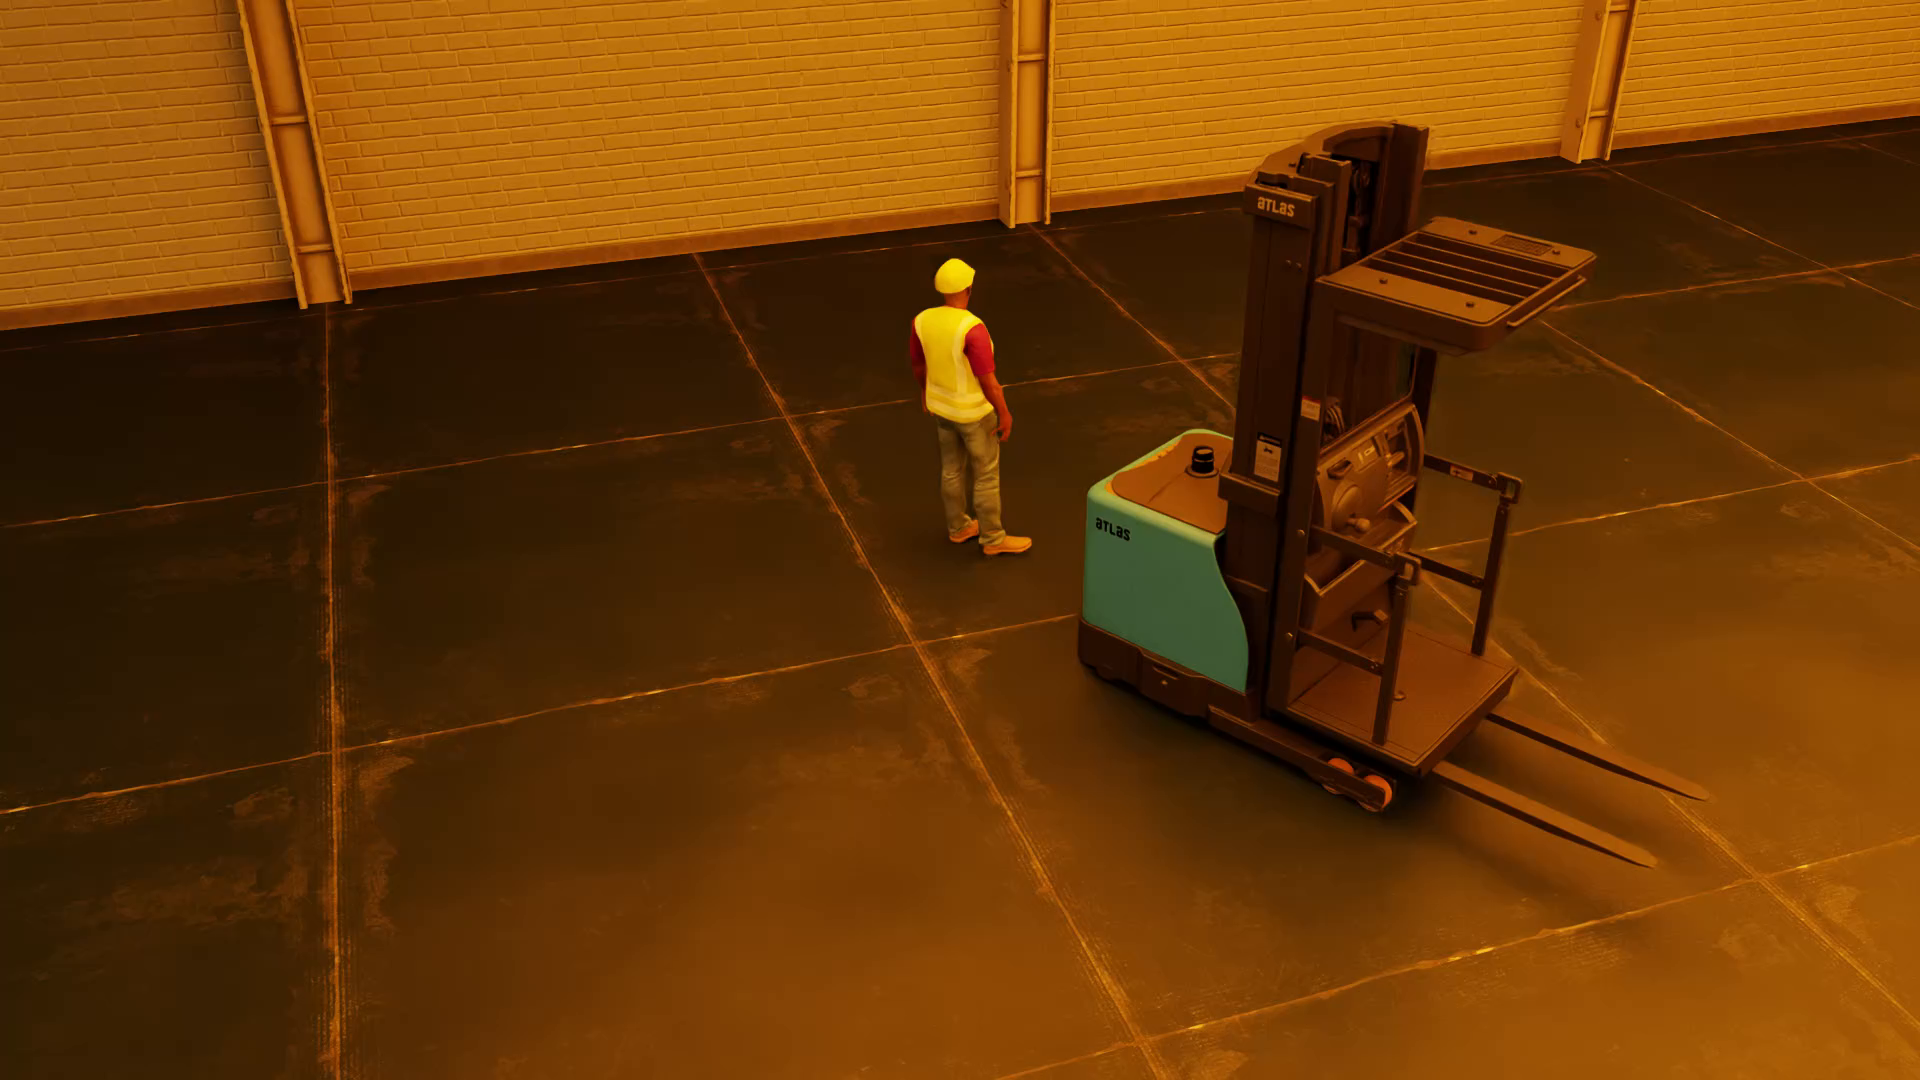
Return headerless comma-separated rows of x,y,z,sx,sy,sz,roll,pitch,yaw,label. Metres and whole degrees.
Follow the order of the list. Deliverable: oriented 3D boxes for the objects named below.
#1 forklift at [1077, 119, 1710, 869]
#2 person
2.062,-0.294,7.598,3.031,2.935,1.130,24,38,35,forklift
0.035,-0.770,9.594,0.739,1.768,0.429,23,37,34,person
